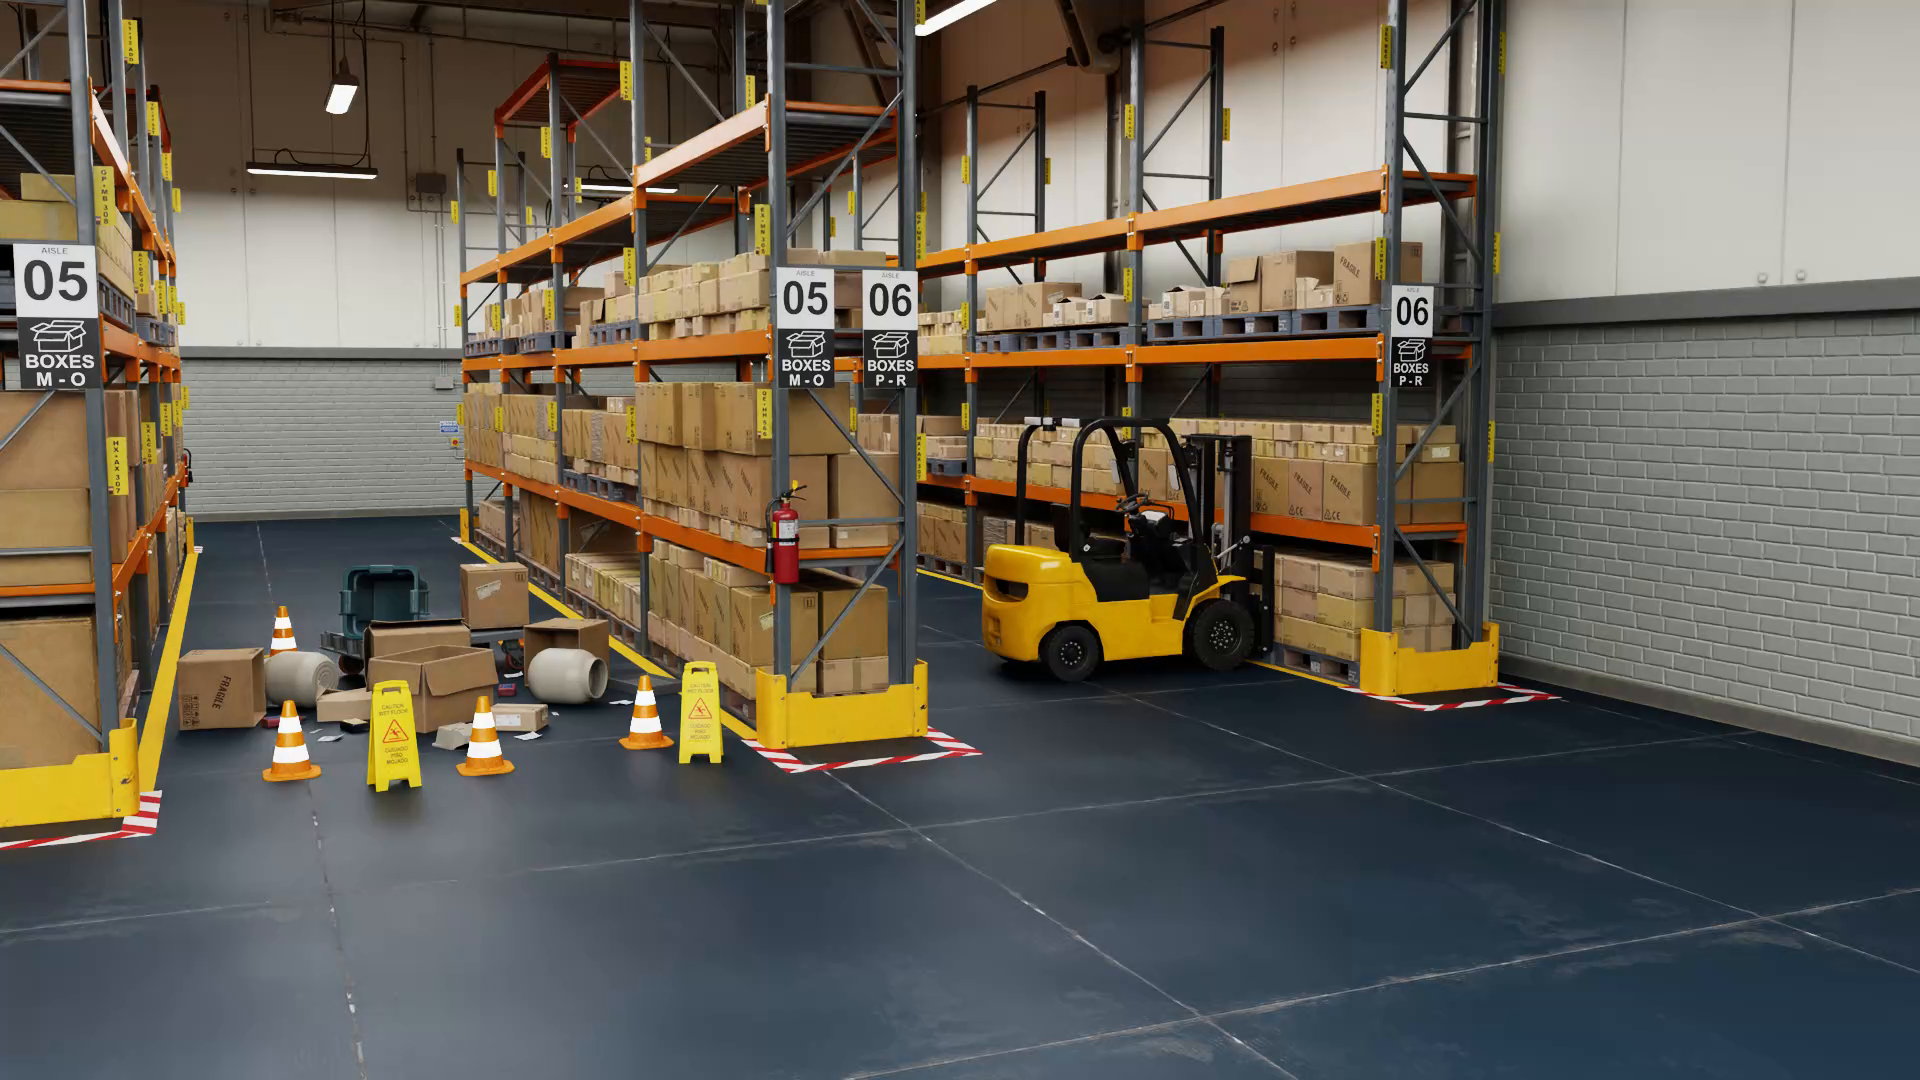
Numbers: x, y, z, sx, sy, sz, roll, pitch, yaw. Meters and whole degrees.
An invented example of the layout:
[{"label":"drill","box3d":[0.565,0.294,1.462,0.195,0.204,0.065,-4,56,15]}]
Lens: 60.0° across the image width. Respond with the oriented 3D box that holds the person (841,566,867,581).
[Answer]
[{"label":"person","box3d":[-1.037,-0.003,16.774,0.390,1.750,0.575,-2,6,-23]}]
